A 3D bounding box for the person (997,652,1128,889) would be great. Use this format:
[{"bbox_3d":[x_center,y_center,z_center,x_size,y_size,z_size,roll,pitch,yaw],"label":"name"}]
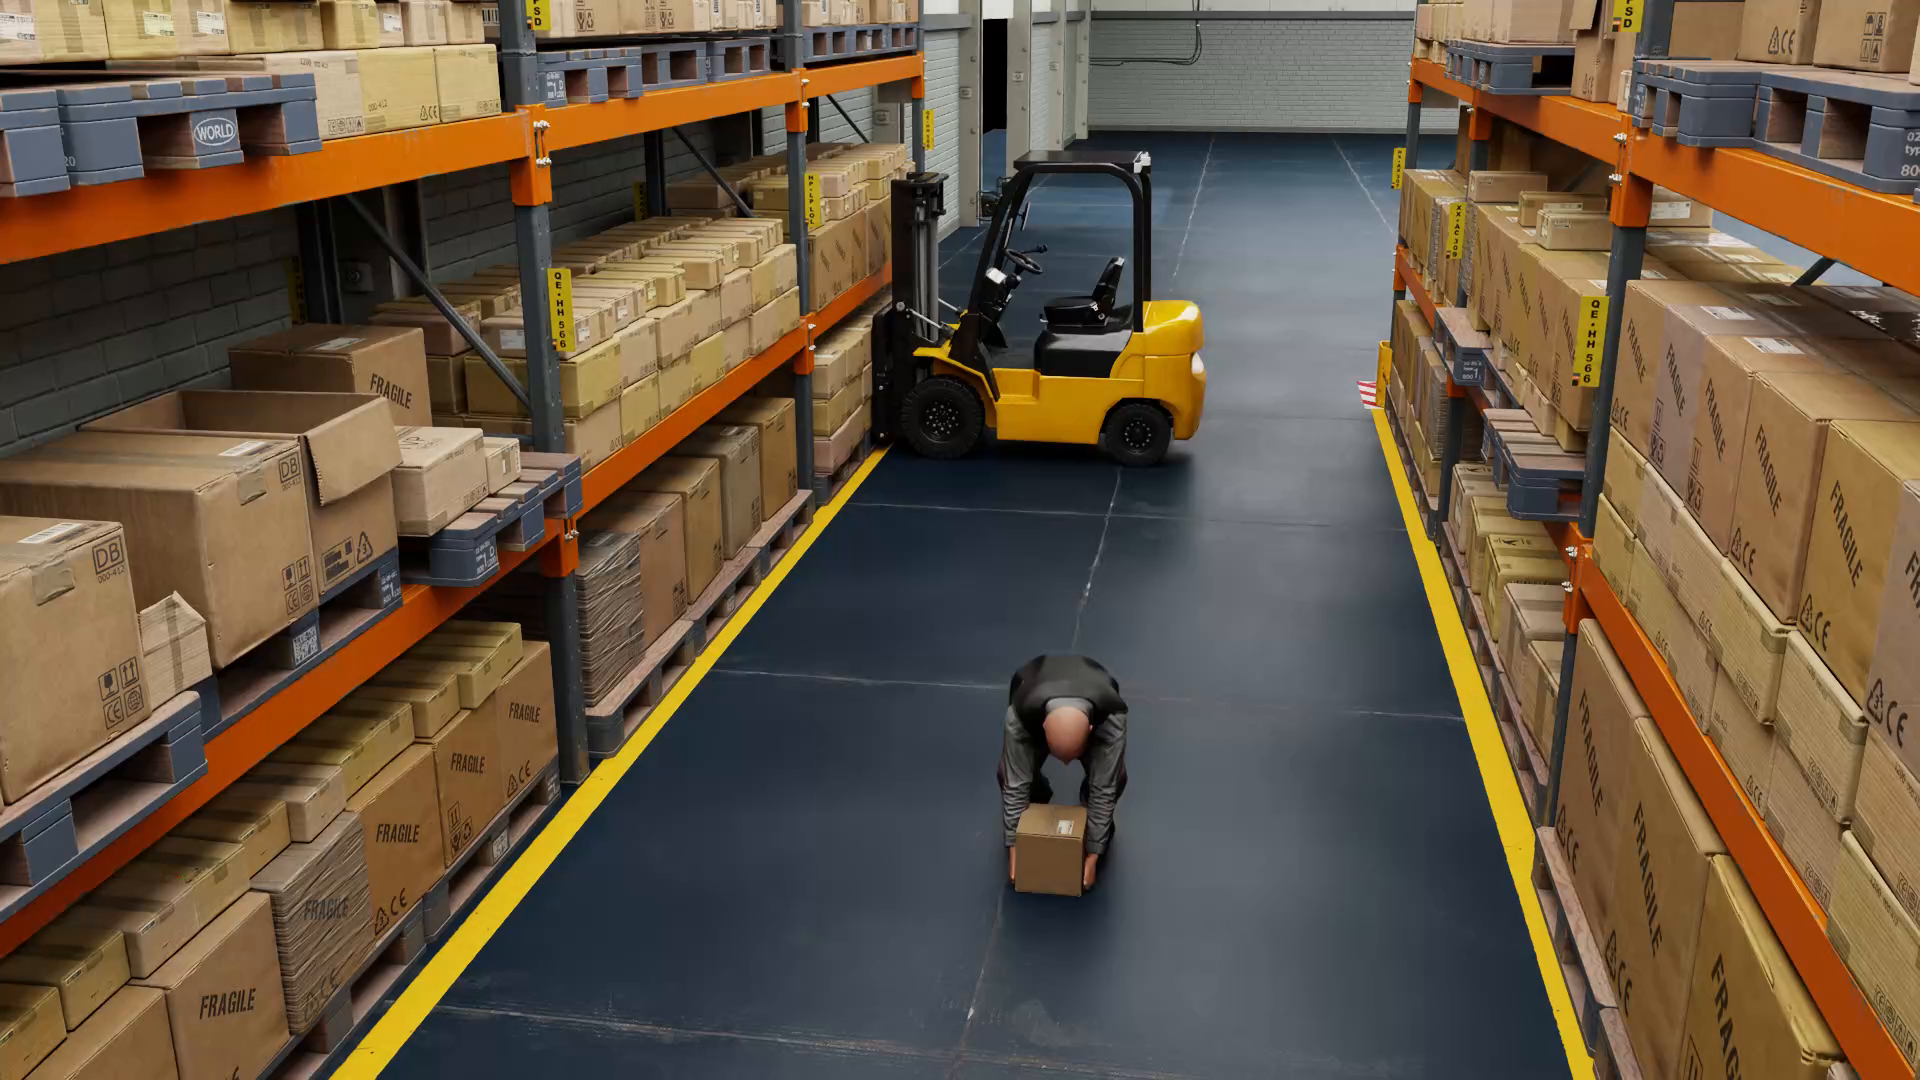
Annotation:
[{"bbox_3d":[0.408,0.865,6.549,0.512,0.806,0.928,2,18,8],"label":"person"}]
